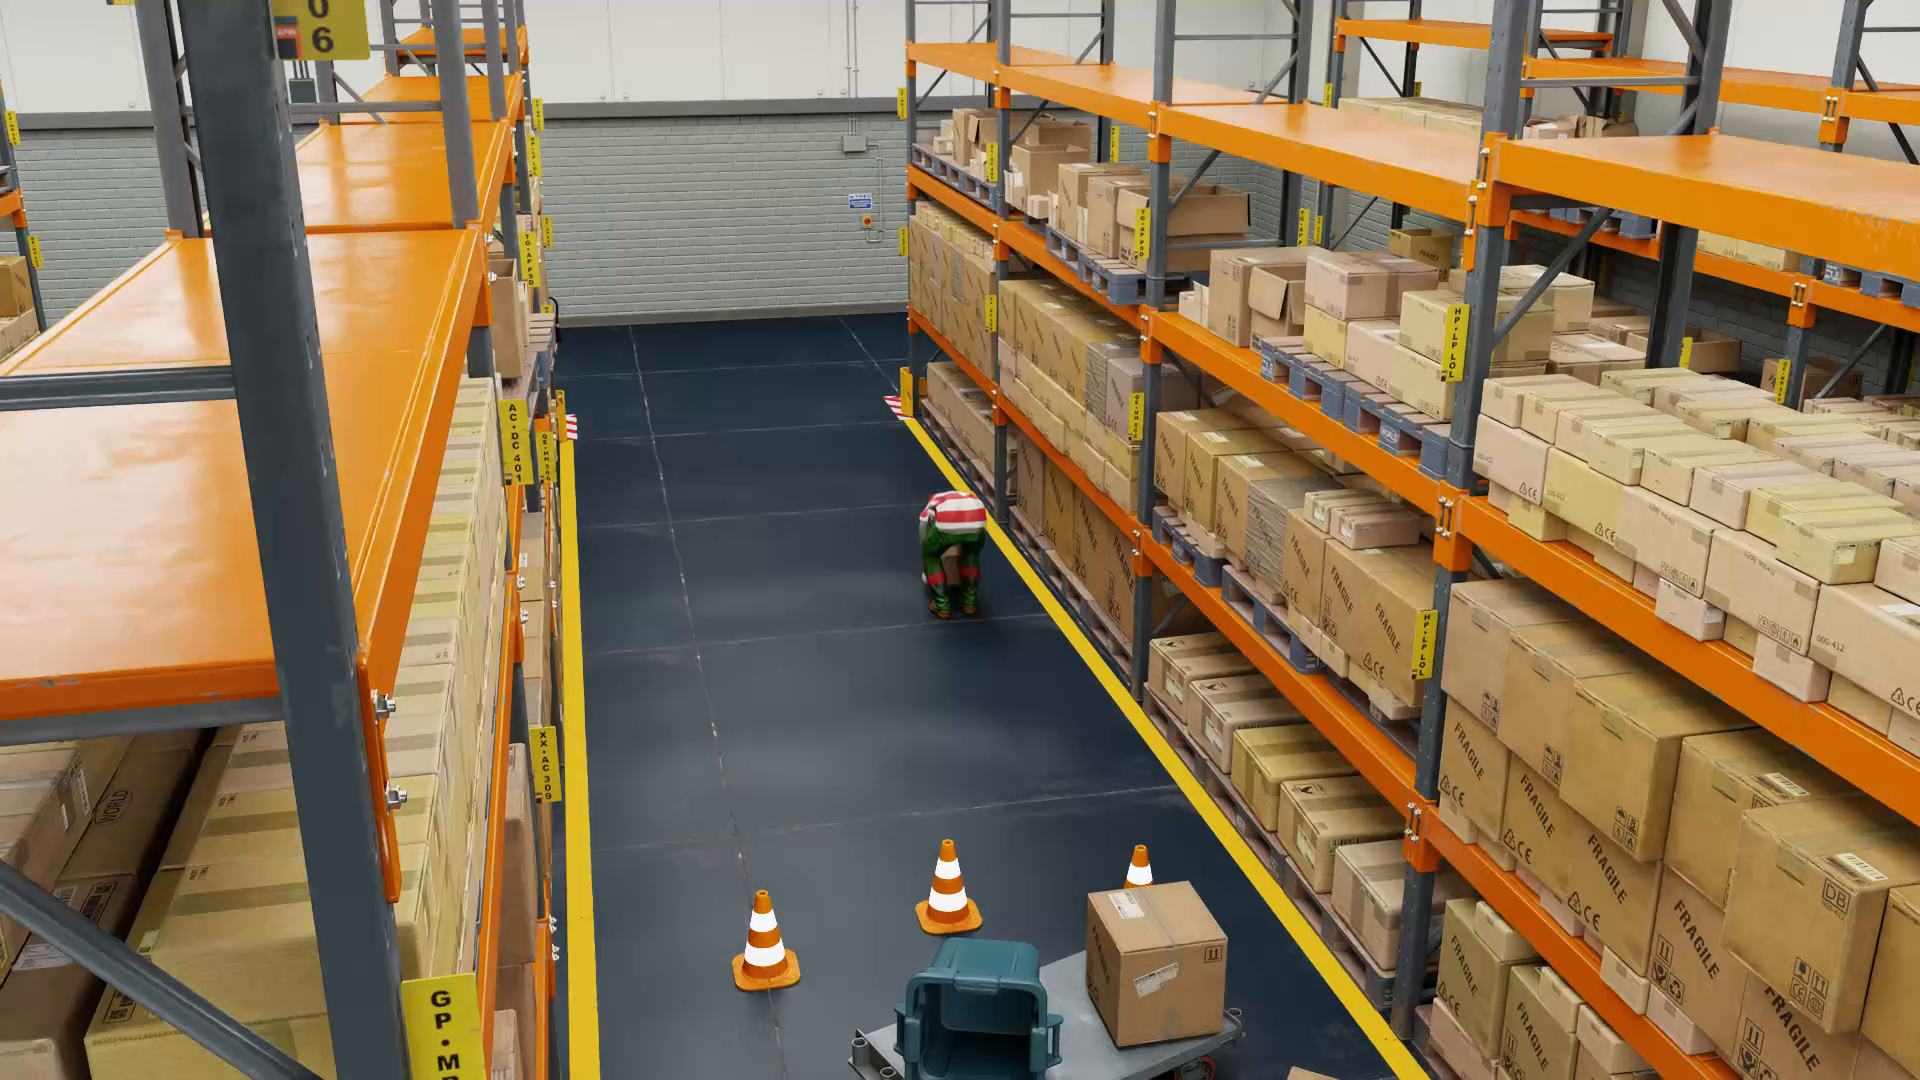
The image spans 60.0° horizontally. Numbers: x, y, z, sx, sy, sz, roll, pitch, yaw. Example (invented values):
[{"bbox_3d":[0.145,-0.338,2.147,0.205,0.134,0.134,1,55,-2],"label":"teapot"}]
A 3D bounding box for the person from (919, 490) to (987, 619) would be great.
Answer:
[{"bbox_3d":[-0.086,0.044,13.393,0.522,1.010,0.952,-5,20,-15],"label":"person"}]
